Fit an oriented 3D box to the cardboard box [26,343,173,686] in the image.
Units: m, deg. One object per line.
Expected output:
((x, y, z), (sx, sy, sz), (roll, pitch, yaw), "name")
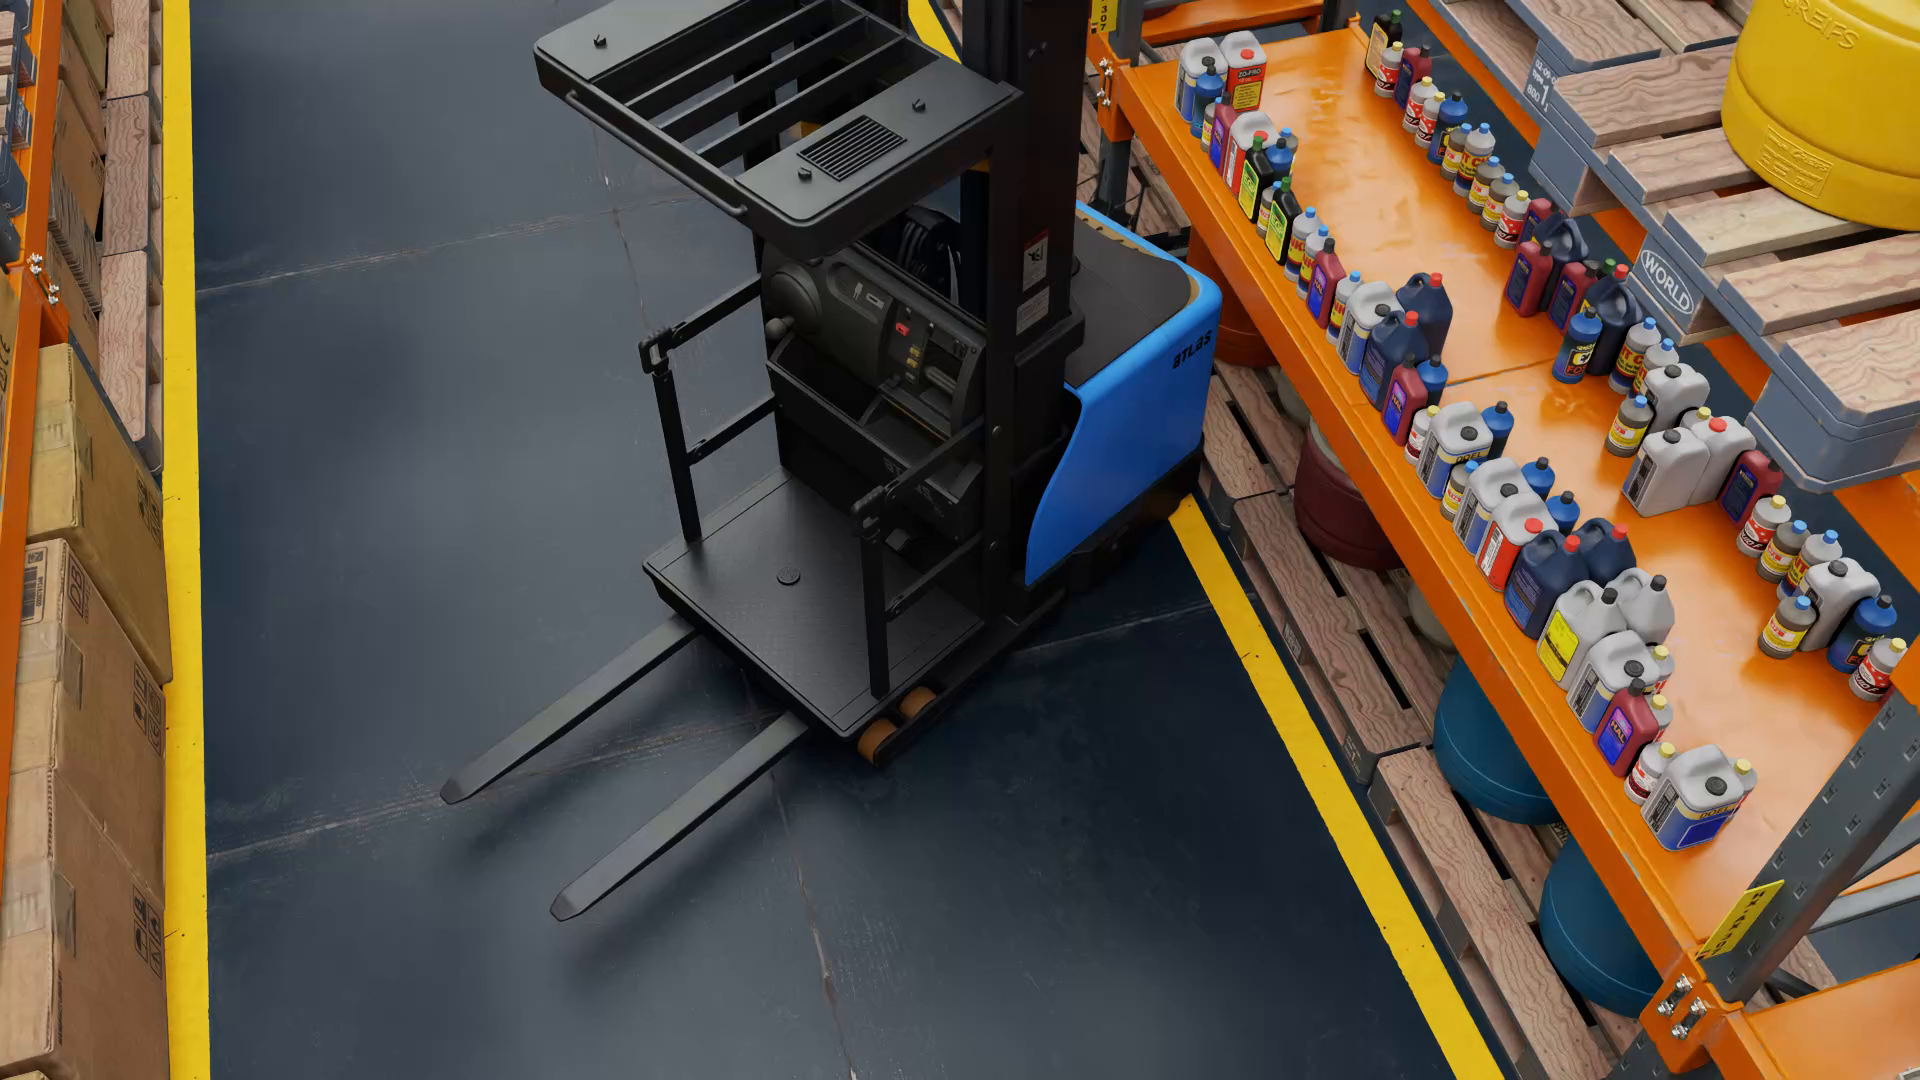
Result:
((-3.482, 0.069, 5.635), (1.225, 0.875, 0.875), (-15, 52, -13), "cardboard box")

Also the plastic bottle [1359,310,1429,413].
((1.338, -0.574, 5.094), (0.144, 0.351, 0.185), (-13, 51, -11), "plastic bottle")

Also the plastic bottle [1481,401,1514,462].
((1.571, -0.305, 4.919), (0.097, 0.271, 0.097), (0, 50, 0), "plastic bottle")

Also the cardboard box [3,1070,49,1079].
((-2.691, 2.019, 3.991), (1.225, 0.875, 0.875), (-13, 51, -11), "cardboard box")

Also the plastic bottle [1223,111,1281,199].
((1.022, -1.342, 5.790), (0.152, 0.276, 0.135), (-13, 51, -11), "plastic bottle")

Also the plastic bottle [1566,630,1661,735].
((1.715, 0.371, 4.346), (0.152, 0.276, 0.135), (-13, 51, -11), "plastic bottle")

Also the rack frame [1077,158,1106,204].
((0.452, -1.146, 6.892), (0.006, 0.900, 0.240), (33, 47, 25), "rack frame")

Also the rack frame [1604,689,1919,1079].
((2.249, 0.812, 3.893), (1.000, 3.000, 0.127), (-13, 51, -11), "rack frame")

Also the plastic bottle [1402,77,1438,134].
((1.678, -1.589, 6.047), (0.097, 0.201, 0.097), (0, 50, 0), "plastic bottle")

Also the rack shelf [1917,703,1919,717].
((2.840, 1.538, 1.790), (1.077, 0.370, 4.000), (-13, 51, -11), "rack shelf")

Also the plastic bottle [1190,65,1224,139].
((0.893, -1.588, 6.000), (0.097, 0.271, 0.097), (0, 50, 0), "plastic bottle")

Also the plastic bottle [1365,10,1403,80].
((1.593, -1.872, 6.233), (0.061, 0.283, 0.133), (-13, 51, -11), "plastic bottle")

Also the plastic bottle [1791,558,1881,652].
((2.367, 0.161, 4.523), (0.152, 0.276, 0.135), (-13, 51, -11), "plastic bottle")

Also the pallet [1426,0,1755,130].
((1.585, -1.472, 3.980), (1.003, 0.211, 1.213), (-13, 51, -11), "pallet")

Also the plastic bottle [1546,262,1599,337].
((1.967, -0.791, 5.321), (0.061, 0.283, 0.133), (-13, 51, -11), "plastic bottle")

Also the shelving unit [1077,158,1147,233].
((0.530, -1.095, 6.850), (0.210, 0.900, 0.258), (33, 47, 25), "shelving unit")

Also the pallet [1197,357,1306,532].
((1.339, -0.644, 6.944), (1.003, 0.211, 1.213), (-13, 51, -11), "pallet")

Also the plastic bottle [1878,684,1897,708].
((2.508, 0.388, 4.327), (0.061, 0.283, 0.133), (-13, 51, -11), "plastic bottle")

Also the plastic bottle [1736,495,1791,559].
((2.302, -0.048, 4.748), (0.097, 0.201, 0.097), (0, 50, 0), "plastic bottle")

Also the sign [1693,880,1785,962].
((1.722, 0.846, 3.683), (0.100, 0.325, 0.005), (-13, 51, -11), "sign")

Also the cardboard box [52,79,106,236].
((-4.234, -1.625, 7.295), (0.700, 0.500, 0.500), (-9, 51, -8), "cardboard box")

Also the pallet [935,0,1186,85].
((0.516, -2.674, 8.656), (1.003, 0.211, 1.213), (-13, 51, -11), "pallet")

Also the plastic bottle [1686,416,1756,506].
((2.202, -0.248, 4.868), (0.152, 0.276, 0.135), (-13, 51, -11), "plastic bottle")

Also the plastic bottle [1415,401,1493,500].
((1.458, -0.265, 4.882), (0.152, 0.276, 0.135), (-13, 51, -11), "plastic bottle")

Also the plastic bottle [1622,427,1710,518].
((2.056, -0.214, 4.839), (0.152, 0.276, 0.135), (-13, 51, -11), "plastic bottle")

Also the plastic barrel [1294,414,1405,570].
((1.561, -0.289, 6.124), (0.600, 0.588, 0.708), (-13, 51, -11), "plastic barrel")

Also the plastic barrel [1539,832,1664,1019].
((2.104, 0.952, 4.873), (0.600, 0.901, 0.708), (-13, 51, -11), "plastic barrel")

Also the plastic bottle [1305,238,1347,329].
((1.183, -0.828, 5.352), (0.061, 0.283, 0.133), (-13, 51, -11), "plastic bottle")

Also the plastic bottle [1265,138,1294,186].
((1.088, -1.263, 5.727), (0.097, 0.271, 0.097), (0, 50, 0), "plastic bottle")

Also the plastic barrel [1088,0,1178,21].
((0.639, -2.423, 6.532), (0.600, 0.536, 0.708), (-13, 51, -11), "plastic barrel")

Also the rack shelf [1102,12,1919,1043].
((1.657, -0.416, 5.399), (1.077, 0.370, 4.000), (-13, 51, -11), "rack shelf")

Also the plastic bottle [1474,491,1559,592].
((1.566, 0.002, 4.657), (0.152, 0.276, 0.135), (-13, 51, -11), "plastic bottle")

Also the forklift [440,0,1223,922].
((-0.438, -0.603, 5.131), (1.130, 2.935, 3.031), (37, 59, 27), "forklift")

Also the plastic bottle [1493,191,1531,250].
((1.879, -1.091, 5.628), (0.097, 0.201, 0.097), (0, 50, 0), "plastic bottle")

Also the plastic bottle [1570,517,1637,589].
((1.747, 0.063, 4.557), (0.144, 0.351, 0.185), (-13, 51, -11), "plastic bottle")

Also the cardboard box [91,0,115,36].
((-4.688, -2.793, 8.280), (0.700, 0.500, 0.500), (-17, 52, -14), "cardboard box")

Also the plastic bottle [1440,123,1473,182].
((1.764, -1.376, 5.868), (0.097, 0.201, 0.097), (0, 50, 0), "plastic bottle")

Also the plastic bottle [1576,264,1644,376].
((2.032, -0.701, 5.201), (0.144, 0.351, 0.185), (-13, 51, -11), "plastic bottle")

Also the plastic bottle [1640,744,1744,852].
((1.823, 0.638, 4.121), (0.152, 0.276, 0.135), (-13, 51, -11), "plastic bottle")

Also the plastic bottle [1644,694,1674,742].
((1.781, 0.472, 4.310), (0.097, 0.201, 0.097), (0, 50, 0), "plastic bottle")

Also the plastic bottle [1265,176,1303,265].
((1.086, -1.068, 5.554), (0.061, 0.283, 0.133), (-13, 51, -11), "plastic bottle")

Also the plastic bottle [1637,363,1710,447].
((2.133, -0.417, 5.011), (0.152, 0.276, 0.135), (-13, 51, -11), "plastic bottle")

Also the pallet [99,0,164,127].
((-4.617, -2.444, 8.462), (1.003, 0.211, 1.213), (-13, 51, -11), "pallet")
